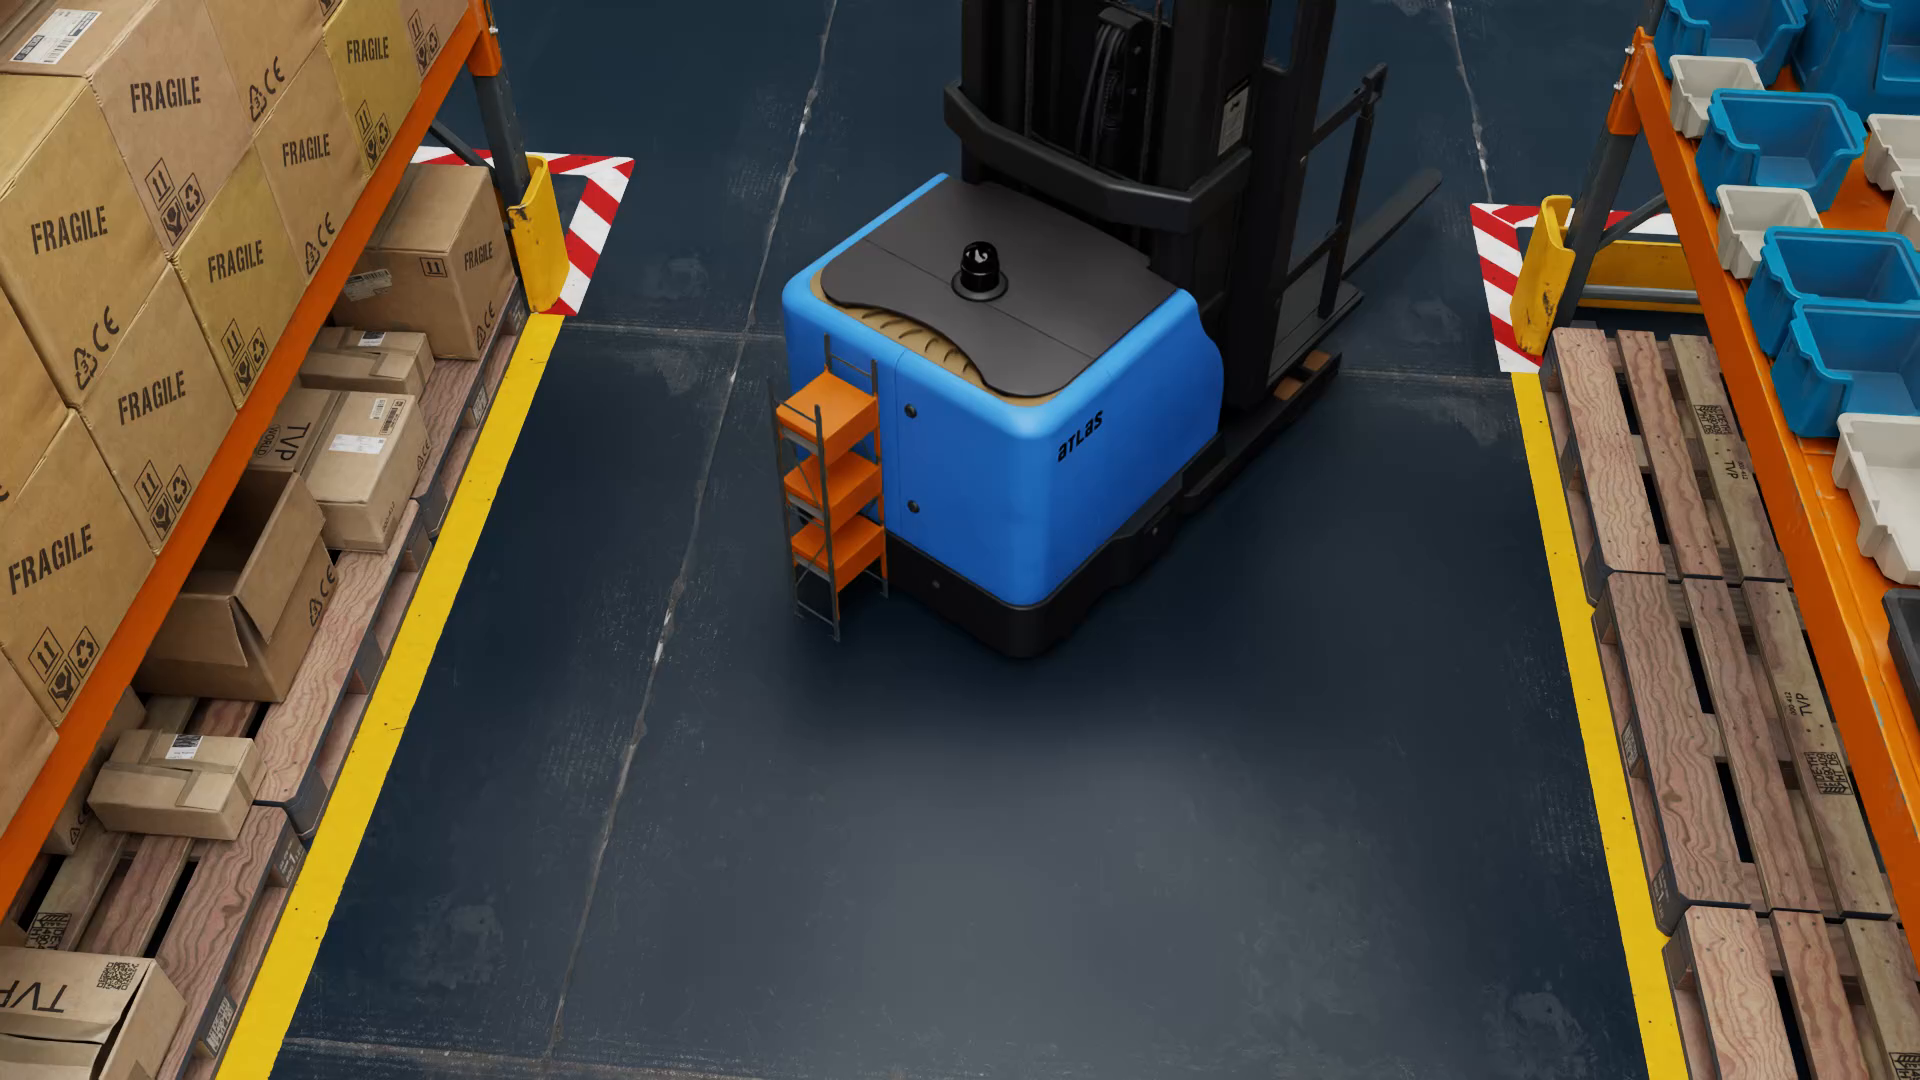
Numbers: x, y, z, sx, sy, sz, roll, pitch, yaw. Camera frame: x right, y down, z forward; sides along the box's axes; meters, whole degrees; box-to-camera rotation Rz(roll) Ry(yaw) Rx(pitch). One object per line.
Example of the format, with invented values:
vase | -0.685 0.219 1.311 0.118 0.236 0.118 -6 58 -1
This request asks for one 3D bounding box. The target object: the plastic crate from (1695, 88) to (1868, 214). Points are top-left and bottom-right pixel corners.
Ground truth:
plastic crate | 2.351 -1.114 4.809 0.416 0.233 0.300 4 48 4

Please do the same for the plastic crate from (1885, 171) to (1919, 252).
plastic crate | 2.826 -0.901 4.680 0.396 0.136 0.243 4 48 4

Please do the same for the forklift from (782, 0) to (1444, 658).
forklift | 0.768 -1.640 5.264 1.130 2.935 3.031 31 55 25

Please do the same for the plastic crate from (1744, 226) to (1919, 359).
plastic crate | 2.291 -0.630 4.367 0.416 0.233 0.300 4 48 4

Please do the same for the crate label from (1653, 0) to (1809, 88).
crate label | 2.411 -1.598 5.252 0.416 0.233 0.303 4 48 4

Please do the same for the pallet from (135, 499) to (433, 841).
pallet | -2.364 0.348 5.289 1.003 0.211 1.213 4 48 4

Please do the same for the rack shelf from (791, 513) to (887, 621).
rack shelf | -0.396 0.058 5.376 0.215 0.259 0.240 31 54 25

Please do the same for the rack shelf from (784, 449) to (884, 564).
rack shelf | -0.396 -0.129 5.171 0.215 0.259 0.240 31 54 25

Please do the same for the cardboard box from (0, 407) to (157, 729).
cardboard box | -2.175 0.043 3.610 0.500 0.500 0.500 5 48 4

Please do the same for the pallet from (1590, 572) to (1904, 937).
pallet | 2.533 0.645 5.017 1.003 0.211 1.213 4 48 4

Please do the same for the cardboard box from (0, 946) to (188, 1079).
cardboard box | -2.282 1.275 4.075 0.500 0.311 0.500 4 48 4

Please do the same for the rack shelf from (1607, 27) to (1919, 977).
rack shelf | 2.579 -0.081 4.279 1.077 0.370 4.000 4 48 4

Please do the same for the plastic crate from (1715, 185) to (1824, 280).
plastic crate | 2.237 -0.837 4.621 0.250 0.136 0.298 4 48 4

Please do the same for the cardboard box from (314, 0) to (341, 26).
cardboard box | -1.983 -1.784 4.603 0.500 0.500 0.500 5 48 5

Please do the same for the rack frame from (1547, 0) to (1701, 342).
rack frame | 2.761 -1.794 5.358 1.000 3.000 0.127 4 48 4

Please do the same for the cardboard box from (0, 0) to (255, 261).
cardboard box | -2.073 -1.025 3.909 0.500 0.500 0.500 5 48 5

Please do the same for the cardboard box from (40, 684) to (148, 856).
cardboard box | -2.698 0.580 4.711 0.500 0.311 0.500 4 48 4

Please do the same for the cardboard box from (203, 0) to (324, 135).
cardboard box | -2.026 -1.402 4.255 0.500 0.500 0.500 5 48 5

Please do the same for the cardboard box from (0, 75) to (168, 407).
cardboard box | -2.119 -0.645 3.562 0.500 0.500 0.500 3 48 2

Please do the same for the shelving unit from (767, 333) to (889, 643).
shelving unit | -0.396 -0.136 5.163 0.215 1.050 0.252 31 54 25

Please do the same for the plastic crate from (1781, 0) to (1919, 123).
plastic crate | 2.916 -1.567 5.086 0.616 0.435 0.499 4 48 4

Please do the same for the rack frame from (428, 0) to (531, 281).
rack frame | -2.172 -2.129 5.665 1.000 3.000 0.127 4 48 4

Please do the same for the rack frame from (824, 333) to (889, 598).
rack frame | -0.320 -0.207 5.227 0.200 1.050 0.008 31 54 25

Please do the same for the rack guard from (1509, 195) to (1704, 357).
rack guard | 2.750 -0.968 6.297 1.175 0.500 0.348 4 48 4

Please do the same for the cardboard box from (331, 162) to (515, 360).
cardboard box | -1.976 -1.018 6.044 0.500 0.500 0.500 4 48 4

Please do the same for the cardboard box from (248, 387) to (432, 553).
cardboard box | -2.092 -0.238 5.500 0.500 0.250 0.500 4 48 4

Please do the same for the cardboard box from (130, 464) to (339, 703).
cardboard box | -2.370 0.123 4.998 0.797 0.503 0.637 4 48 4

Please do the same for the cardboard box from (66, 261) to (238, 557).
cardboard box | -2.127 -0.324 3.946 0.500 0.500 0.500 4 48 3

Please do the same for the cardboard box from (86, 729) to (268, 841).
cardboard box | -2.213 0.687 4.710 0.380 0.166 0.250 4 48 4

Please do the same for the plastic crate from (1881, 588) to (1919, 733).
plastic crate | 2.231 0.378 3.517 0.437 0.125 0.590 4 48 4

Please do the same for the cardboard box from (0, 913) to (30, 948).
cardboard box | -2.767 1.067 4.137 0.500 0.500 0.500 4 48 4

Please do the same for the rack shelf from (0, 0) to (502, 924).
rack shelf | -2.354 -0.417 4.586 1.077 0.370 4.000 4 48 4

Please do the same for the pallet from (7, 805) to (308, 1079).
pallet | -2.472 1.246 4.467 1.003 0.211 1.213 4 48 4

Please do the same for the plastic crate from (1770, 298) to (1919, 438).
plastic crate | 2.263 -0.410 4.165 0.416 0.233 0.300 4 48 4

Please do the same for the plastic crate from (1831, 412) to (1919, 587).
plastic crate | 2.256 -0.085 3.933 0.293 0.136 0.466 4 48 4

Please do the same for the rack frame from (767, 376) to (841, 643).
rack frame | -0.472 -0.066 5.099 0.200 1.050 0.008 31 54 25

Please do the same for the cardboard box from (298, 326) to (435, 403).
cardboard box | -2.102 -0.614 5.901 0.380 0.166 0.250 4 48 4

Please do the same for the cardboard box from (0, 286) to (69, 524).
cardboard box | -2.166 -0.268 3.217 0.500 0.500 0.500 3 48 2

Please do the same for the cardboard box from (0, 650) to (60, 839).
cardboard box | -2.218 0.420 3.265 0.500 0.500 0.500 5 48 5

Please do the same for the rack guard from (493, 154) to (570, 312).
rack guard | -2.178 -1.230 6.536 1.175 0.500 0.348 4 48 4

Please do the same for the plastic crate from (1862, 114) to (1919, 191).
plastic crate | 2.867 -1.113 4.874 0.396 0.136 0.243 4 48 4

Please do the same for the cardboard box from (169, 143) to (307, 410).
cardboard box | -2.082 -0.698 4.288 0.500 0.500 0.500 3 48 3

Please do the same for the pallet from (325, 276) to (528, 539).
pallet | -2.250 -0.546 6.107 1.003 0.211 1.213 4 48 4

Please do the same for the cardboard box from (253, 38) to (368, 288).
cardboard box | -2.036 -1.068 4.626 0.500 0.500 0.500 4 48 4

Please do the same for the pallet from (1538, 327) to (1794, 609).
pallet | 2.647 -0.249 5.835 1.003 0.211 1.213 4 48 4

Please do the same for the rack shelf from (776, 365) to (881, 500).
rack shelf | -0.396 -0.321 4.962 0.215 0.259 0.240 31 54 25

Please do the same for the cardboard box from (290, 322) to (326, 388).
cardboard box | -2.549 -0.602 5.833 0.500 0.250 0.500 4 48 4

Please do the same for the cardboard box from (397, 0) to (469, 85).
cardboard box | -1.941 -1.816 5.310 0.500 0.500 0.500 5 48 5

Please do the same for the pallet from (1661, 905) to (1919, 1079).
pallet | 2.425 1.544 4.195 1.003 0.211 1.213 4 48 4

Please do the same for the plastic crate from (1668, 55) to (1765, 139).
plastic crate | 2.299 -1.335 5.077 0.250 0.136 0.298 4 48 4

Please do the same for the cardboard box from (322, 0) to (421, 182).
cardboard box | -1.985 -1.434 4.961 0.500 0.500 0.500 4 48 4
